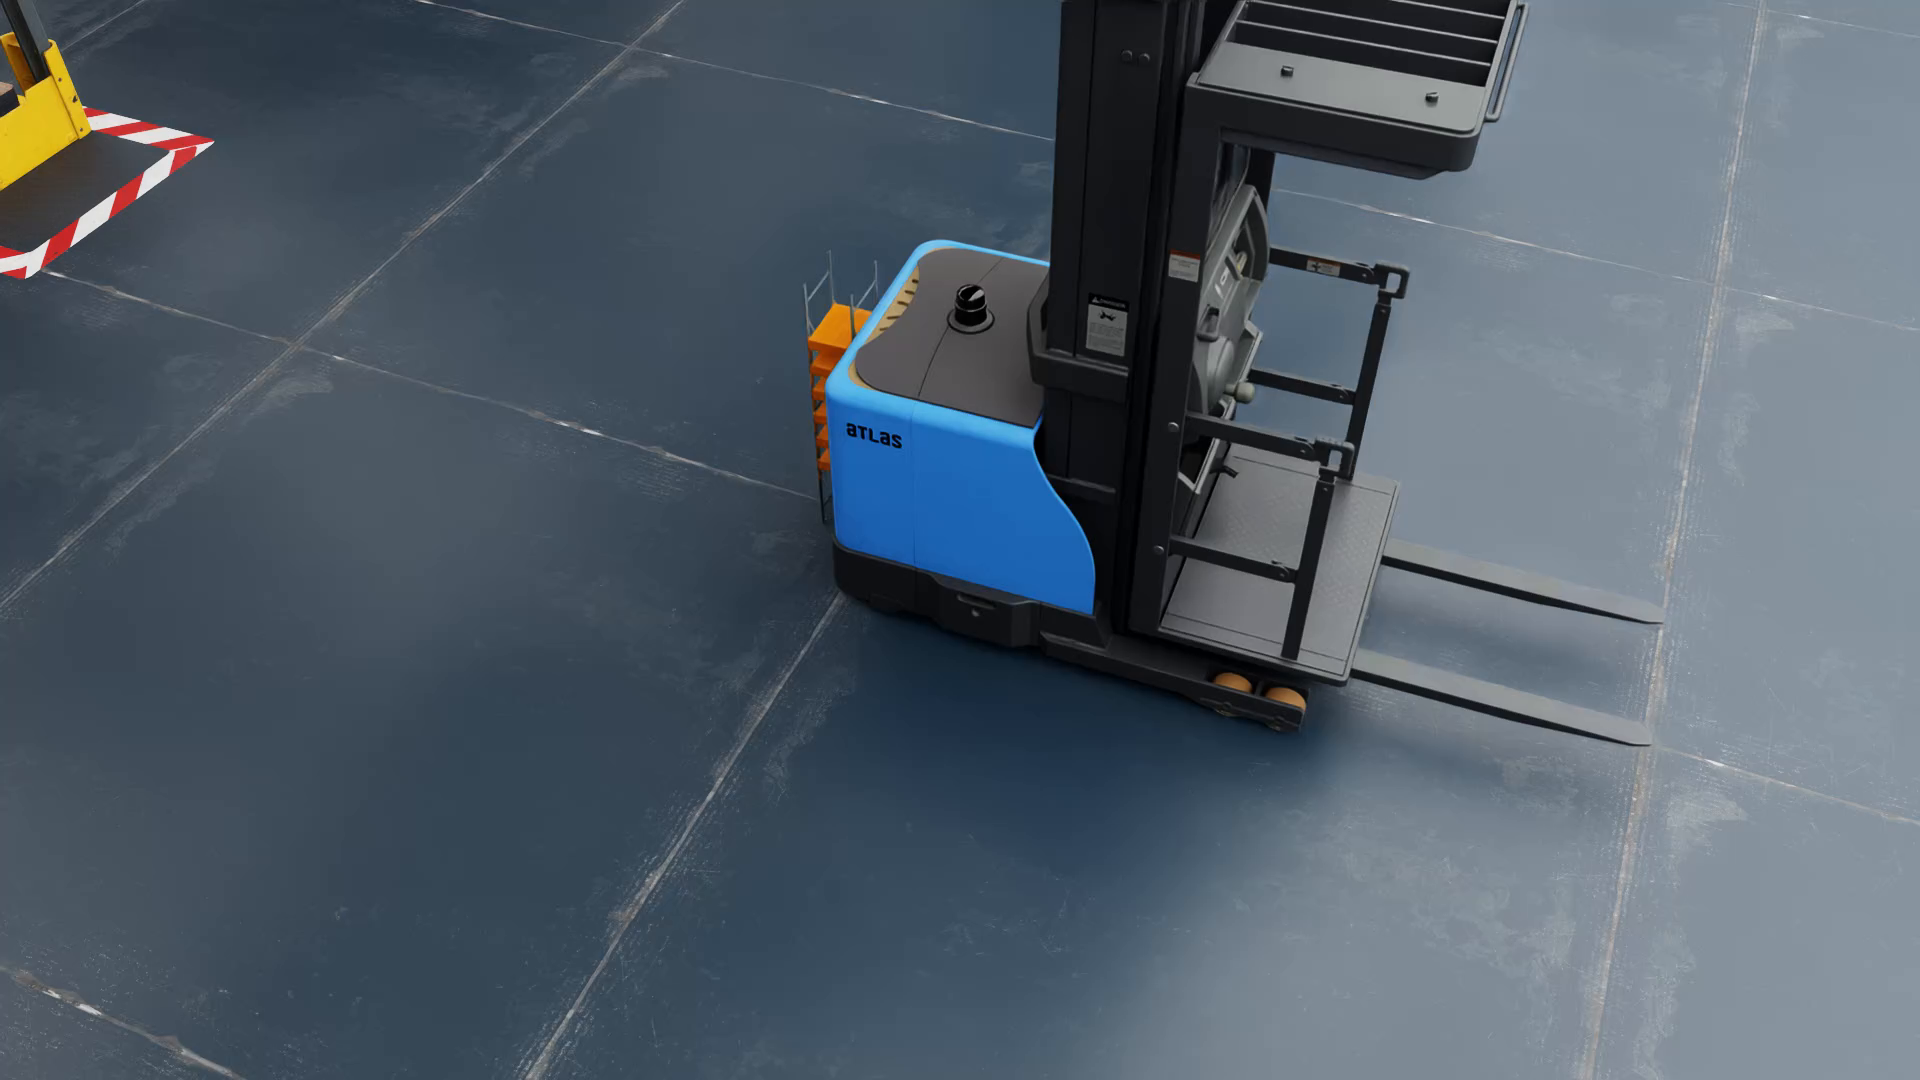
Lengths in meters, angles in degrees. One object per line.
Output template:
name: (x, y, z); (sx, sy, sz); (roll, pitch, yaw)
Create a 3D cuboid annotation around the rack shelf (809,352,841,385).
rack shelf: (-0.435, -0.680, 6.305); (0.180, 0.103, 0.258); (15, 47, 14)

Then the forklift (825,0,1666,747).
forklift: (1.082, -0.770, 5.446); (3.031, 2.935, 1.130); (15, 47, 14)

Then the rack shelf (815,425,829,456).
rack shelf: (-0.435, -0.424, 6.559); (0.180, 0.103, 0.258); (15, 47, 14)

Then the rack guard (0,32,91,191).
rack guard: (-5.051, -2.072, 8.478); (0.348, 0.500, 1.175); (16, 47, 16)

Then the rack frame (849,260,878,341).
rack frame: (-0.350, -0.518, 6.420); (0.006, 1.200, 0.240); (15, 47, 14)

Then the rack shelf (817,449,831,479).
rack shelf: (-0.435, -0.339, 6.644); (0.180, 0.103, 0.258); (15, 47, 14)

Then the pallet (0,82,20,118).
pallet: (-5.798, -2.194, 8.806); (1.213, 0.211, 1.003); (16, 47, 16)

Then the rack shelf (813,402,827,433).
rack shelf: (-0.435, -0.510, 6.474); (0.180, 0.103, 0.258); (15, 47, 14)

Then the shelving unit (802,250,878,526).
shelving unit: (-0.435, -0.541, 6.443); (0.189, 1.200, 0.258); (15, 47, 14)

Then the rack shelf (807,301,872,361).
rack shelf: (-0.435, -0.765, 6.221); (0.180, 0.103, 0.258); (15, 47, 14)

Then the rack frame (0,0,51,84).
rack frame: (-4.962, -2.968, 7.607); (0.127, 3.000, 1.000); (16, 47, 16)

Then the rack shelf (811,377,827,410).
rack shelf: (-0.435, -0.595, 6.390); (0.180, 0.103, 0.258); (15, 47, 14)

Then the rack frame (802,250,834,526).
rack frame: (-0.521, -0.564, 6.466); (0.006, 1.200, 0.240); (15, 47, 14)
